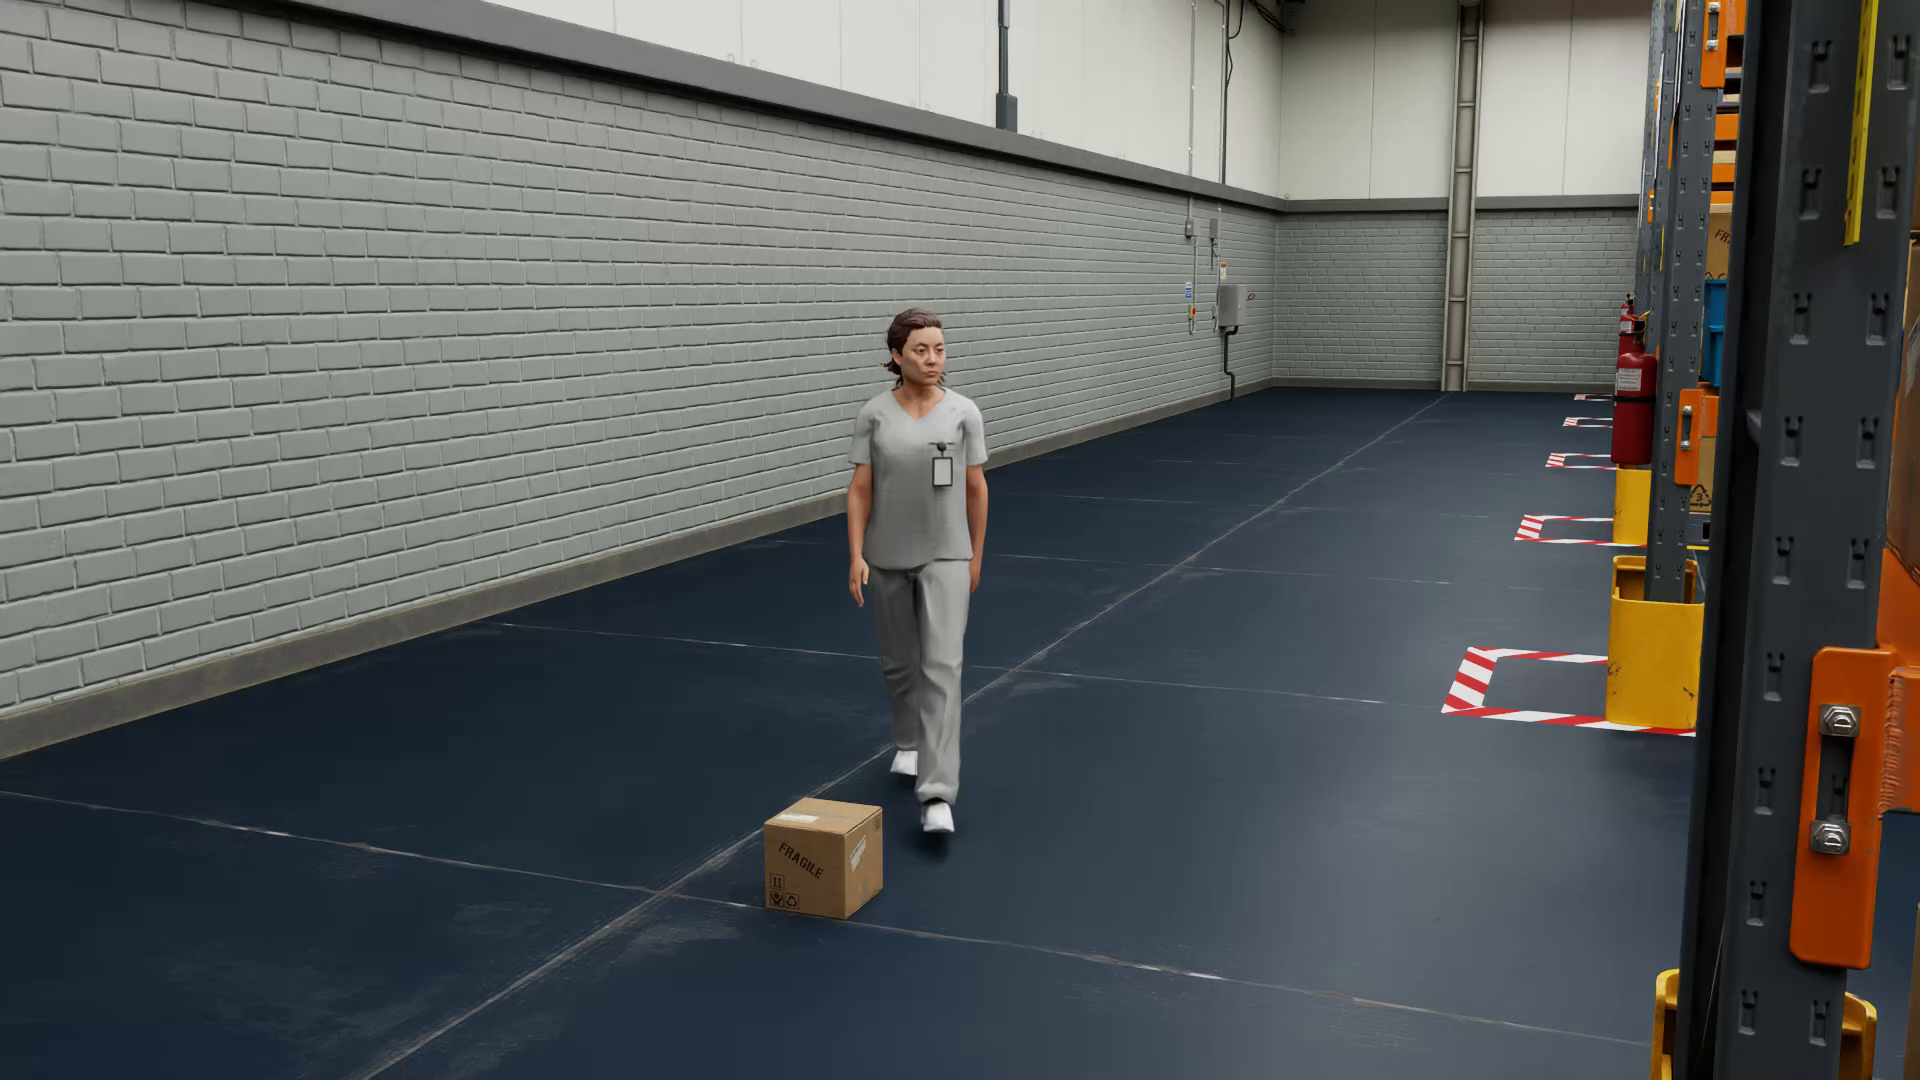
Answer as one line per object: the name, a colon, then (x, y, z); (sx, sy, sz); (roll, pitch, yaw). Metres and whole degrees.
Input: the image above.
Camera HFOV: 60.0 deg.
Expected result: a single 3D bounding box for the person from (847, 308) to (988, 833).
person: (-0.144, 0.069, 5.420); (0.447, 1.633, 0.953); (1, 9, 7)
